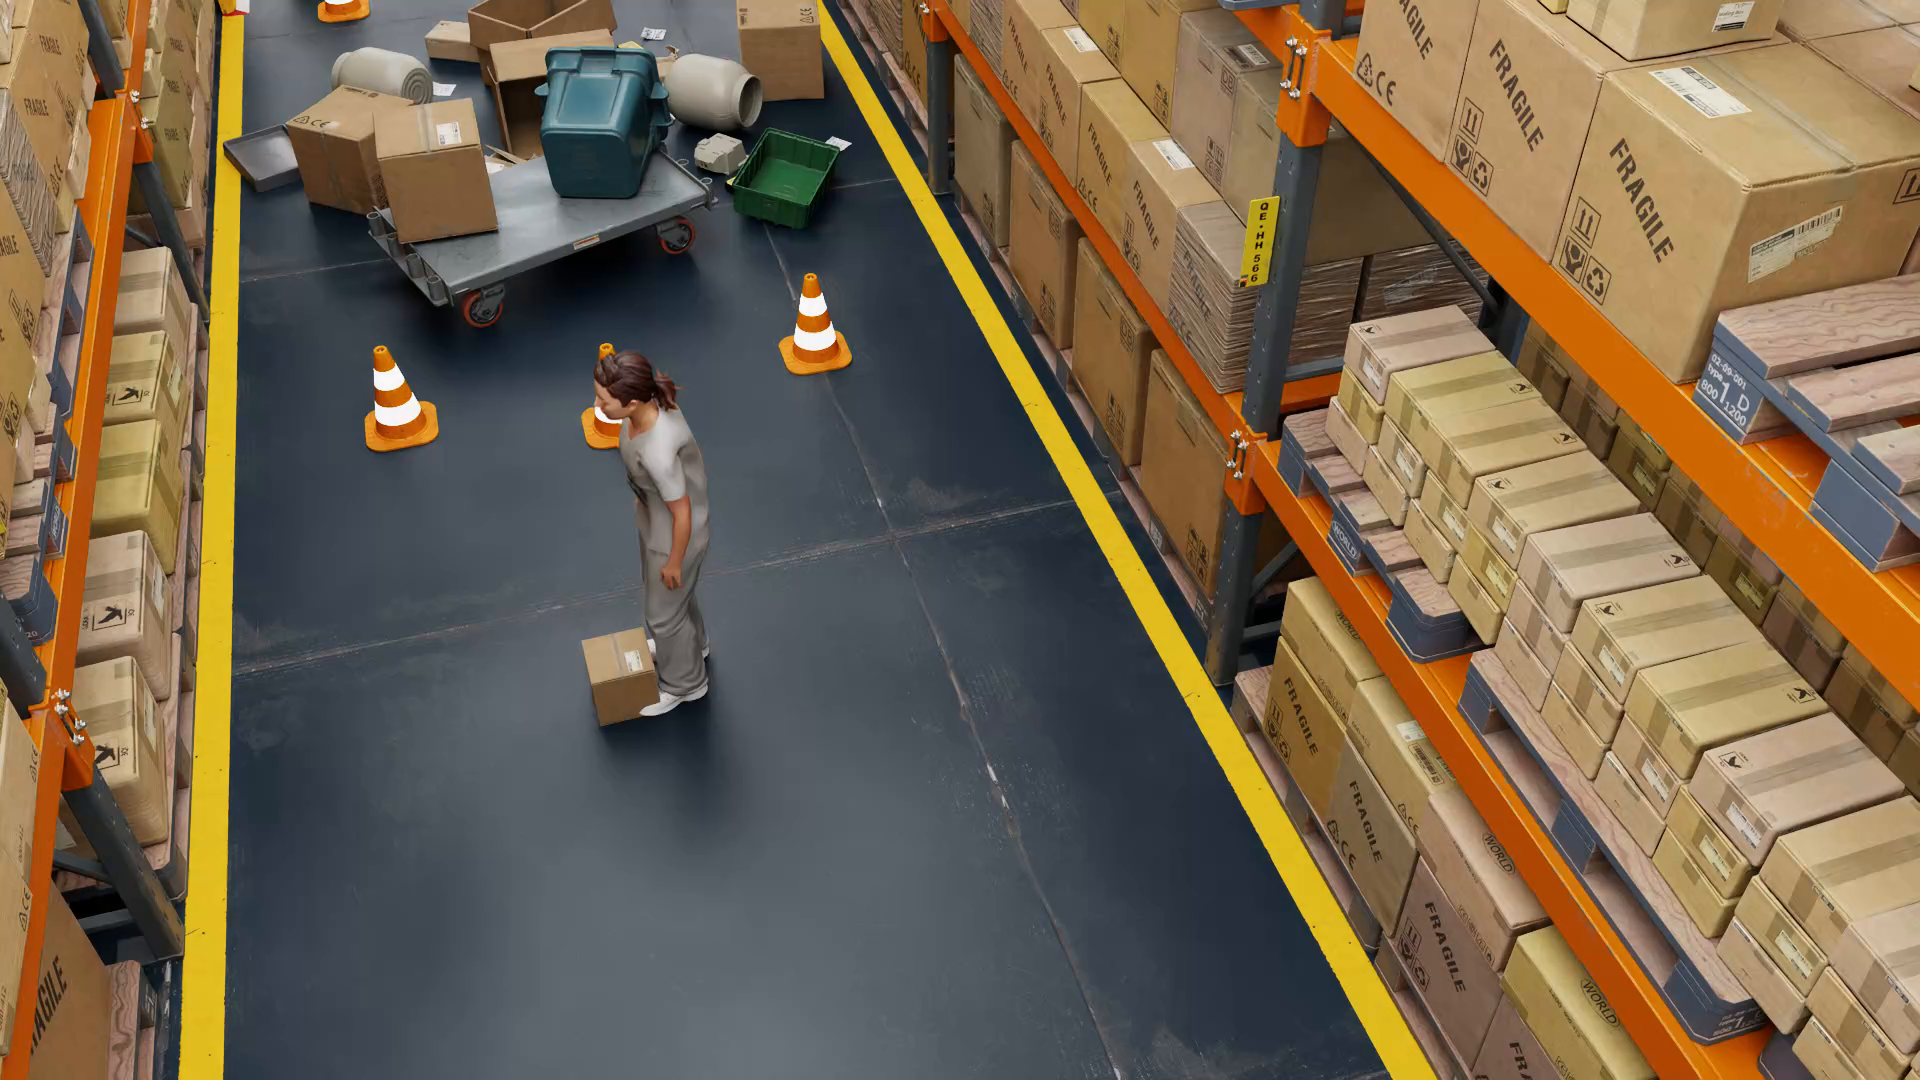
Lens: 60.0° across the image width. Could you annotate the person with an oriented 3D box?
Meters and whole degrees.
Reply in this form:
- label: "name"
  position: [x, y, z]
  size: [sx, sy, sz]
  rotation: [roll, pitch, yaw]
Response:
- label: "person"
  position: [-1.136, -0.031, 6.197]
  size: [0.416, 1.671, 0.505]
  rotation: [-14, 44, -15]
